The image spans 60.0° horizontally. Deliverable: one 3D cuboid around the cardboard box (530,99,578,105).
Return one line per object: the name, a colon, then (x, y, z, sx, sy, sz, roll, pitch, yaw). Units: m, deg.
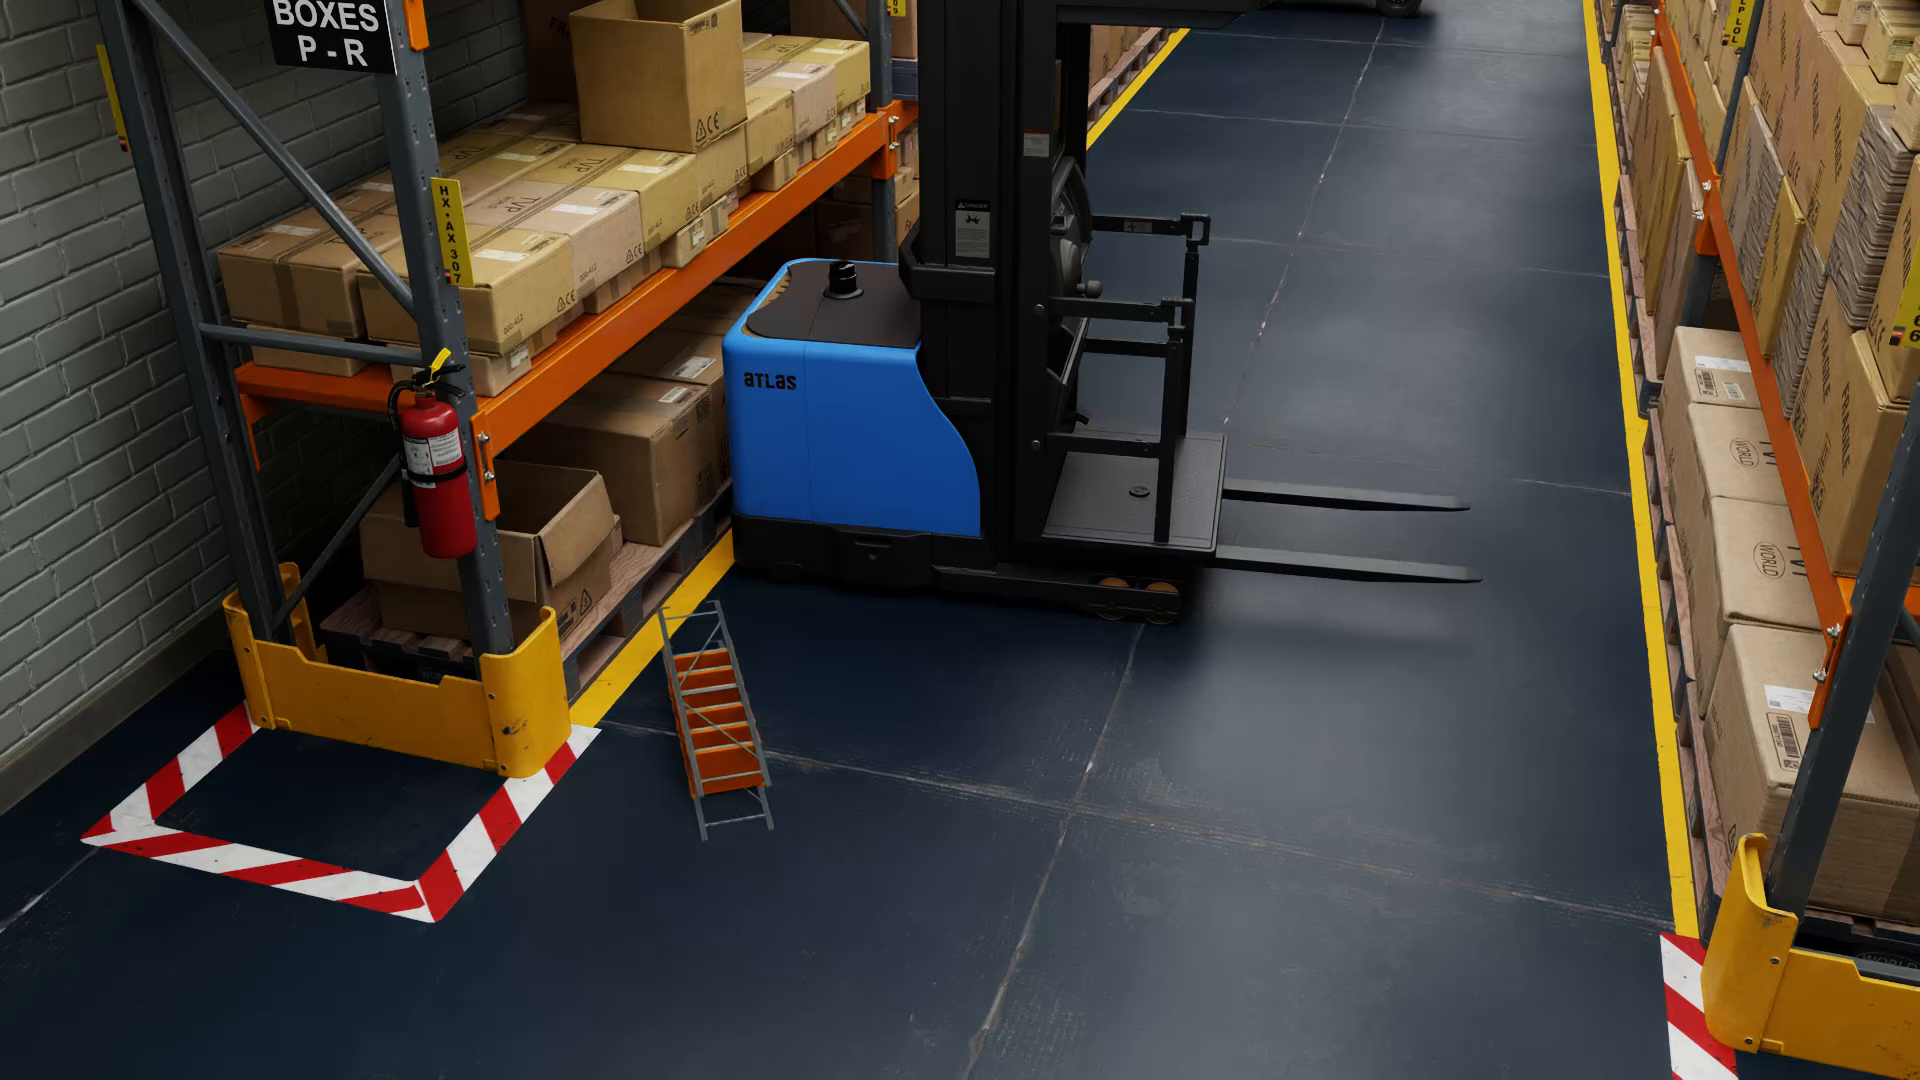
cardboard box: (-1.540, -1.862, 7.359, 0.500, 0.250, 0.500, 9, 30, 16)

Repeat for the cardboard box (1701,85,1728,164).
cardboard box: (3.794, -1.935, 7.796, 0.500, 0.250, 0.500, 8, 30, 14)

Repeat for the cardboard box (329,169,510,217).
cardboard box: (-1.983, -1.159, 6.096, 0.500, 0.250, 0.500, 9, 30, 15)

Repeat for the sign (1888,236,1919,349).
sign: (2.215, -0.590, 3.791, 0.100, 0.325, 0.005, 8, 30, 15)

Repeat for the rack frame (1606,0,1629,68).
rack frame: (6.252, -5.474, 14.004, 1.000, 3.000, 0.127, 8, 30, 15)

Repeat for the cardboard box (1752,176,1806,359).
cardboard box: (3.061, -0.916, 5.708, 0.500, 0.500, 0.500, 9, 30, 16)

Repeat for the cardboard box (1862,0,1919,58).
cardboard box: (3.061, -1.576, 5.200, 0.380, 0.149, 0.250, 9, 30, 16)

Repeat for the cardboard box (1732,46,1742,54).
cardboard box: (3.795, -2.480, 7.491, 0.500, 0.500, 0.500, 9, 30, 16)

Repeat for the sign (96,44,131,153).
sign: (-2.541, -1.336, 5.050, 0.100, 0.325, 0.005, 8, 30, 15)

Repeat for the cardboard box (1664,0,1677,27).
cardboard box: (4.694, -3.358, 10.354, 0.500, 0.250, 0.500, 8, 30, 14)

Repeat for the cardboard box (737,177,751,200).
cardboard box: (-1.137, -1.575, 7.254, 0.380, 0.149, 0.250, 9, 30, 16)

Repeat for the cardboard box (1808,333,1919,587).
cardboard box: (2.618, -0.202, 4.426, 0.500, 0.500, 0.500, 9, 30, 15)

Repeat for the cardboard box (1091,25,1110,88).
cardboard box: (0.712, -4.060, 13.473, 0.875, 0.625, 0.625, 9, 30, 17)

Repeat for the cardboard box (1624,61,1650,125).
cardboard box: (5.462, -3.255, 12.287, 0.950, 0.372, 0.625, 8, 30, 14)

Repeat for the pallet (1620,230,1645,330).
pallet: (4.414, -1.475, 9.685, 1.003, 0.211, 1.213, 8, 30, 15)

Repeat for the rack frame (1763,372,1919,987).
rack frame: (2.730, 0.103, 3.979, 1.000, 3.000, 0.127, 8, 30, 15)

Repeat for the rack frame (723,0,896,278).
rack frame: (-0.842, -2.462, 8.591, 1.000, 3.000, 0.127, 8, 30, 15)

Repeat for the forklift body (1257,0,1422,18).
forklift body: (3.867, -6.526, 16.770, 2.313, 2.155, 1.214, 8, 30, 15)

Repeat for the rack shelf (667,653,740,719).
rack shelf: (-0.933, 0.535, 6.086, 0.258, 0.180, 0.103, -8, 30, -13)

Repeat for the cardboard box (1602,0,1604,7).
cardboard box: (6.469, -5.253, 16.004, 0.500, 0.250, 0.500, 9, 30, 16)

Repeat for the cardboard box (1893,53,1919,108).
cardboard box: (2.804, -1.221, 4.560, 0.380, 0.149, 0.250, 9, 30, 16)

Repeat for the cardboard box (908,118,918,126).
cardboard box: (-0.234, -2.466, 10.070, 0.380, 0.149, 0.250, 8, 30, 15)

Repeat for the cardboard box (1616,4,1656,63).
cardboard box: (6.100, -4.265, 14.102, 0.950, 0.372, 0.625, 9, 30, 16)

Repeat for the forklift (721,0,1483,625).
forklift: (0.619, -1.224, 6.435, 3.031, 2.935, 1.130, 5, 30, 9)

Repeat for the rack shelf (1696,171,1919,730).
rack shelf: (3.317, -0.512, 5.825, 1.077, 0.370, 4.000, 8, 30, 15)

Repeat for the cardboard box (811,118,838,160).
cardboard box: (-0.803, -1.920, 7.874, 0.380, 0.149, 0.250, 9, 30, 16)

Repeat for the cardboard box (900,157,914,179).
cardboard box: (-0.475, -2.105, 9.421, 0.380, 0.149, 0.250, 8, 30, 13)

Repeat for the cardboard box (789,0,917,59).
cardboard box: (-0.487, -2.882, 8.811, 0.700, 0.500, 0.500, 9, 30, 16)

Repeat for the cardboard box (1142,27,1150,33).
cardboard box: (1.363, -5.082, 15.310, 0.875, 0.625, 0.625, 10, 31, 17)

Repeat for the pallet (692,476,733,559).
pallet: (-1.401, -0.356, 7.673, 1.003, 0.211, 1.213, 8, 30, 15)

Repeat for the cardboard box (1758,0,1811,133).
cardboard box: (3.378, -1.816, 6.297, 0.500, 0.500, 0.500, 8, 30, 14)

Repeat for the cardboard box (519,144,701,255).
cardboard box: (-1.332, -1.311, 6.369, 0.500, 0.250, 0.500, 8, 30, 14)

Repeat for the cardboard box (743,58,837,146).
cardboard box: (-0.892, -2.020, 7.644, 0.500, 0.250, 0.500, 9, 30, 15)

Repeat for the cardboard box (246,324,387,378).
cardboard box: (-2.176, -0.686, 5.656, 0.380, 0.149, 0.250, 8, 30, 14)

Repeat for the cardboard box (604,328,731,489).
cardboard box: (-1.207, -0.588, 7.361, 0.500, 0.500, 0.500, 9, 30, 16)

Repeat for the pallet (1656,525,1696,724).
pallet: (3.250, 0.374, 6.361, 1.003, 0.211, 1.213, 8, 30, 15)

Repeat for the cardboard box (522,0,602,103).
cardboard box: (-1.534, -2.200, 7.197, 0.500, 0.500, 0.500, 8, 30, 13)

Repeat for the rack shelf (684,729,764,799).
rack shelf: (-0.805, 0.762, 5.682, 0.258, 0.180, 0.103, -8, 30, -13)

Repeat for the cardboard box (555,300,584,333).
cardboard box: (-1.583, -0.859, 5.967, 0.380, 0.149, 0.250, 8, 30, 14)

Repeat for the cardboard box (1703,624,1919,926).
cardboard box: (2.828, 0.718, 5.077, 0.875, 0.438, 0.875, 7, 30, 13)

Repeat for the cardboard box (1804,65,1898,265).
cardboard box: (2.917, -1.112, 5.032, 0.500, 0.500, 0.500, 8, 30, 15)

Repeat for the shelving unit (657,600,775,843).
shelving unit: (-0.889, 0.612, 5.947, 0.258, 0.189, 1.200, -8, 30, -13)

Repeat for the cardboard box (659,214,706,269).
cardboard box: (-1.232, -1.199, 6.578, 0.380, 0.149, 0.250, 8, 30, 13)

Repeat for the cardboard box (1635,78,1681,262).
cardboard box: (4.530, -2.147, 9.777, 0.875, 0.875, 0.875, 9, 30, 15)

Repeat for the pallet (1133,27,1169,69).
pallet: (1.327, -4.614, 15.326, 1.003, 0.211, 1.213, 8, 30, 15)

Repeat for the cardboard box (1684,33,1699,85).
cardboard box: (4.259, -2.644, 9.071, 0.500, 0.250, 0.500, 8, 30, 15)

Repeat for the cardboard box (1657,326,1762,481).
cardboard box: (3.617, -0.543, 7.344, 0.875, 0.438, 0.875, 8, 30, 14)

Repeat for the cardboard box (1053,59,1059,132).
cardboard box: (0.413, -3.185, 12.029, 0.500, 0.500, 0.500, 9, 30, 16)

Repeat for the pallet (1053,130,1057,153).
pallet: (0.076, -2.761, 11.996, 1.003, 0.211, 1.213, 8, 30, 15)

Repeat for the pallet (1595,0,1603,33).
pallet: (6.772, -5.141, 16.274, 1.003, 0.211, 1.213, 8, 30, 15)

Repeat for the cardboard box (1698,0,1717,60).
cardboard box: (4.087, -2.623, 8.520, 0.500, 0.250, 0.500, 9, 30, 16)

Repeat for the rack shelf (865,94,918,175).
rack shelf: (-0.255, -3.077, 10.436, 1.077, 0.370, 4.000, 8, 30, 15)

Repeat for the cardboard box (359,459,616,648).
cardboard box: (-1.746, 0.033, 6.241, 0.797, 0.503, 0.637, 7, 30, 13)

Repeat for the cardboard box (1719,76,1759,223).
cardboard box: (3.516, -1.619, 6.971, 0.500, 0.500, 0.500, 9, 30, 17)

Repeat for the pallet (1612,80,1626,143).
pallet: (5.669, -3.324, 13.008, 1.003, 0.211, 1.213, 8, 30, 15)
